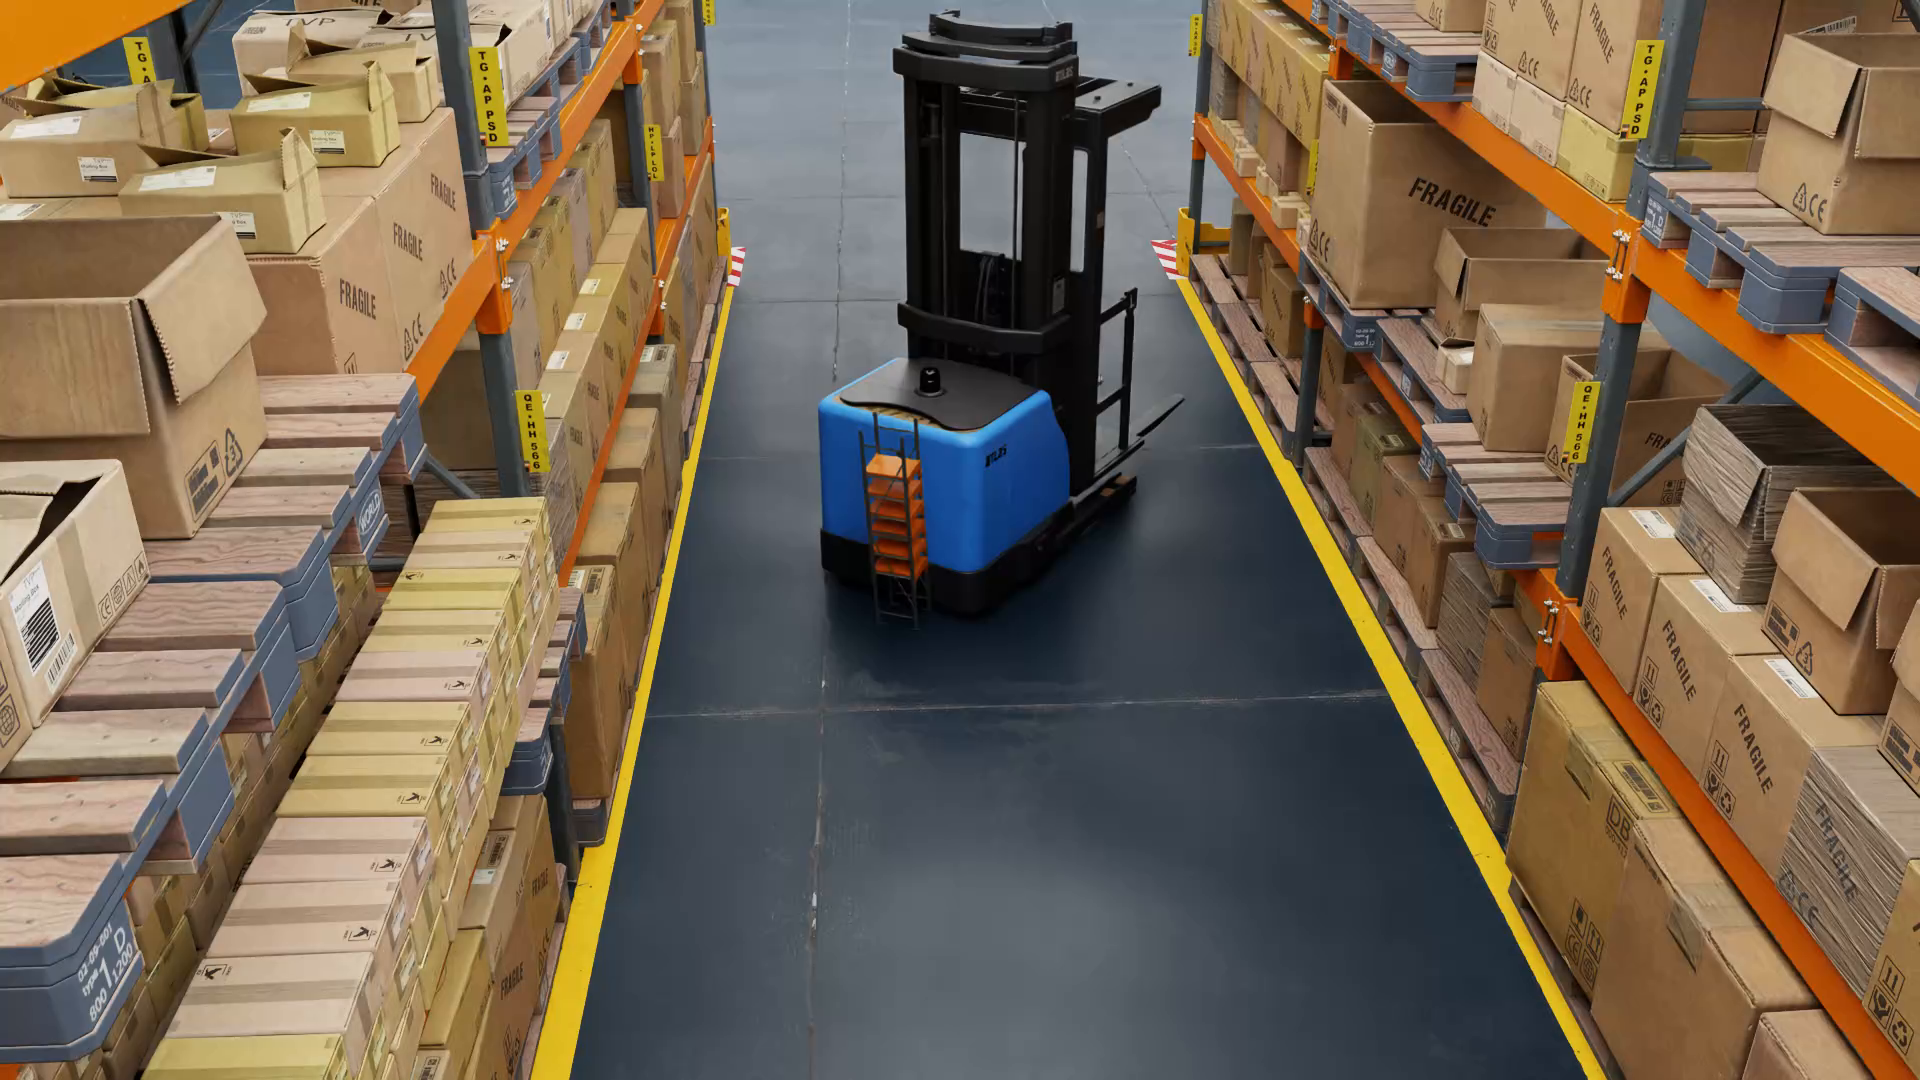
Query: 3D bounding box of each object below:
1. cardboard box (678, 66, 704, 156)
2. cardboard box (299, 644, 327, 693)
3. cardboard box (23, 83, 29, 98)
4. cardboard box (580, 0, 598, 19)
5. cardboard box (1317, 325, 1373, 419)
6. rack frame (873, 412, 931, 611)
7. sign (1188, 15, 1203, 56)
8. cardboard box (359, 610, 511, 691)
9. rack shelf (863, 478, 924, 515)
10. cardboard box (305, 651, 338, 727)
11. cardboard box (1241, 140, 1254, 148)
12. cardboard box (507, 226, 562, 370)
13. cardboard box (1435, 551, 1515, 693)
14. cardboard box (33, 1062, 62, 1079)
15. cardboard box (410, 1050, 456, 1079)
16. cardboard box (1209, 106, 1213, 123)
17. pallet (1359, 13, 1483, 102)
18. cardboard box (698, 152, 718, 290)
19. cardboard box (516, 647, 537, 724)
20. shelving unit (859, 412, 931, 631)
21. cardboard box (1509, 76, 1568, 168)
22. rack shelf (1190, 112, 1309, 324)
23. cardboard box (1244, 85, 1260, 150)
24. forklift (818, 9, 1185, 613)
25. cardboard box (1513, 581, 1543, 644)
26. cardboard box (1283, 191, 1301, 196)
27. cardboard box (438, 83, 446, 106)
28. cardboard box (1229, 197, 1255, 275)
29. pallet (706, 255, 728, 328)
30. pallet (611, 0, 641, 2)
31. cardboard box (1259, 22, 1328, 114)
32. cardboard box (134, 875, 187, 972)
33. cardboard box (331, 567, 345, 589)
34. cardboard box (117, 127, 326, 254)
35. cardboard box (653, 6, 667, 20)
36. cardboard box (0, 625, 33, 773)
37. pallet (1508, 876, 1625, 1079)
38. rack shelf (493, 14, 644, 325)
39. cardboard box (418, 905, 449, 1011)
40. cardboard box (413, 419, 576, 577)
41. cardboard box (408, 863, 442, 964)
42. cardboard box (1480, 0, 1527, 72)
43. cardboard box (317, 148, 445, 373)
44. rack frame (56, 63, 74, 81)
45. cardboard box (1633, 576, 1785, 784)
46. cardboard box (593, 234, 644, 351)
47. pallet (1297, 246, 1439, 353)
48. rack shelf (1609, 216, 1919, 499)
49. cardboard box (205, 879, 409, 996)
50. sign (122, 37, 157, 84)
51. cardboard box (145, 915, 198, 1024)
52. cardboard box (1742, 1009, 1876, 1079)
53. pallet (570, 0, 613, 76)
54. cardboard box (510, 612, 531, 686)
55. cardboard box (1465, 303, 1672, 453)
[{"bbox_3d":[-2.412,-3.238,12.552,0.875,0.550,0.550,-1,28,-3],"label":"cardboard box"},{"bbox_3d":[-2.251,0.369,5.294,0.380,0.149,0.250,-2,28,-4],"label":"cardboard box"},{"bbox_3d":[-7.162,-3.361,12.521,0.500,0.500,0.500,-2,28,-4],"label":"cardboard box"},{"bbox_3d":[-2.034,-2.677,7.995,0.500,0.250,0.500,-2,28,-3],"label":"cardboard box"},{"bbox_3d":[2.659,-1.084,10.834,0.500,0.500,0.500,-2,28,-4],"label":"cardboard box"},{"bbox_3d":[-0.296,-0.129,8.656,0.240,1.200,0.006,10,37,18],"label":"rack frame"},{"bbox_3d":[1.889,-4.039,13.314,0.100,0.325,0.005,-1,28,-3],"label":"sign"},{"bbox_3d":[-1.584,0.336,5.035,0.380,0.149,0.250,-1,28,-1],"label":"cardboard box"},{"bbox_3d":[-0.337,-0.239,8.475,0.258,0.103,0.180,10,37,18],"label":"rack shelf"},{"bbox_3d":[-2.259,0.485,5.394,0.380,0.149,0.250,0,28,0],"label":"cardboard box"},{"bbox_3d":[2.280,-2.842,12.227,0.380,0.149,0.250,-1,28,-3],"label":"cardboard box"},{"bbox_3d":[-2.180,-1.066,7.361,0.700,0.500,0.500,-2,28,-3],"label":"cardboard box"},{"bbox_3d":[2.752,0.375,8.015,0.700,0.500,0.500,-4,28,-7],"label":"cardboard box"},{"bbox_3d":[-2.157,1.063,3.643,0.380,0.149,0.250,-1,28,-3],"label":"cardboard box"},{"bbox_3d":[-1.728,1.707,4.671,0.500,0.250,0.500,0,28,-1],"label":"cardboard box"},{"bbox_3d":[2.208,-3.419,13.334,0.380,0.149,0.250,-1,28,-3],"label":"cardboard box"},{"bbox_3d":[2.623,-2.301,7.877,1.213,0.211,1.003,-1,28,-3],"label":"pallet"},{"bbox_3d":[-2.426,-2.527,13.196,0.875,0.875,0.875,-1,28,-2],"label":"cardboard box"},{"bbox_3d":[-1.600,0.475,5.413,0.380,0.149,0.250,-1,28,-2],"label":"cardboard box"},{"bbox_3d":[-0.328,-0.078,8.586,0.258,1.200,0.189,10,37,18],"label":"shelving unit"},{"bbox_3d":[2.540,-1.679,6.645,0.500,0.250,0.500,-1,28,-3],"label":"cardboard box"},{"bbox_3d":[2.536,-2.425,11.935,1.077,0.370,4.000,-1,28,-3],"label":"rack shelf"},{"bbox_3d":[2.561,-3.130,12.077,0.875,0.500,0.500,-1,28,-3],"label":"cardboard box"},{"bbox_3d":[0.427,-1.552,9.557,1.130,2.935,3.031,16,31,28],"label":"forklift"},{"bbox_3d":[2.784,0.299,7.350,0.500,0.250,0.500,0,28,-1],"label":"cardboard box"},{"bbox_3d":[2.373,-2.266,11.122,0.380,0.149,0.250,-1,28,-3],"label":"cardboard box"},{"bbox_3d":[-1.967,-1.508,5.863,0.380,0.149,0.250,-2,28,-5],"label":"cardboard box"},{"bbox_3d":[2.447,-2.457,13.466,0.500,0.500,0.500,4,28,7],"label":"cardboard box"},{"bbox_3d":[-2.407,-1.991,13.339,1.003,0.211,1.213,-1,28,-3],"label":"pallet"},{"bbox_3d":[-2.351,-3.416,9.909,1.003,0.211,1.213,-1,28,-3],"label":"pallet"},{"bbox_3d":[2.289,-3.103,10.945,0.500,0.500,0.500,-1,28,-3],"label":"cardboard box"},{"bbox_3d":[-2.191,0.952,4.176,0.380,0.149,0.250,-1,28,-2],"label":"cardboard box"},{"bbox_3d":[-2.262,0.103,5.483,0.380,0.149,0.250,-2,28,-4],"label":"cardboard box"},{"bbox_3d":[-1.741,-0.840,3.938,0.396,0.266,0.258,-1,28,-3],"label":"cardboard box"},{"bbox_3d":[-2.532,-3.454,11.799,0.875,0.550,0.550,-1,28,-3],"label":"cardboard box"},{"bbox_3d":[-1.811,0.209,2.300,0.700,0.500,0.500,-1,28,-3],"label":"cardboard box"},{"bbox_3d":[2.815,1.629,6.399,1.003,0.211,1.213,-1,28,-3],"label":"pallet"},{"bbox_3d":[-2.214,-1.835,7.559,1.077,0.370,4.000,-1,28,-3],"label":"rack shelf"},{"bbox_3d":[-1.536,1.076,4.261,0.380,0.149,0.250,-2,28,-4],"label":"cardboard box"},{"bbox_3d":[-1.863,-0.159,6.702,0.500,0.500,0.500,-1,28,-2],"label":"cardboard box"},{"bbox_3d":[-1.535,0.941,4.198,0.380,0.149,0.250,-2,28,-4],"label":"cardboard box"},{"bbox_3d":[2.526,-2.249,6.927,0.500,0.500,0.500,-1,28,-2],"label":"cardboard box"},{"bbox_3d":[-1.787,-0.787,4.663,0.500,0.500,0.500,-1,28,-3],"label":"cardboard box"},{"bbox_3d":[-7.465,-3.429,13.080,1.000,3.000,0.127,-1,28,-3],"label":"rack frame"},{"bbox_3d":[2.632,0.451,5.533,0.500,0.500,0.500,-2,28,-4],"label":"cardboard box"},{"bbox_3d":[-1.998,-1.324,8.937,0.500,0.500,0.500,-2,28,-3],"label":"cardboard box"},{"bbox_3d":[2.535,-1.379,9.358,1.003,0.211,1.213,-1,28,-3],"label":"pallet"},{"bbox_3d":[2.953,-0.061,4.157,1.077,0.370,4.000,-1,28,-3],"label":"rack shelf"},{"bbox_3d":[-1.518,0.935,3.889,0.380,0.149,0.250,-2,28,-3],"label":"cardboard box"},{"bbox_3d":[-2.664,-1.485,5.465,0.100,0.325,0.005,-1,28,-3],"label":"sign"},{"bbox_3d":[-2.190,1.092,4.231,0.380,0.149,0.250,0,28,0],"label":"cardboard box"},{"bbox_3d":[2.957,1.922,4.665,1.225,0.875,0.875,-2,28,-4],"label":"cardboard box"},{"bbox_3d":[-2.221,-2.571,8.398,0.805,0.209,1.217,-2,28,-5],"label":"pallet"},{"bbox_3d":[-1.597,0.355,5.322,0.380,0.149,0.250,-1,28,-1],"label":"cardboard box"},{"bbox_3d":[2.652,-0.708,7.301,0.700,0.500,0.500,3,28,5],"label":"cardboard box"}]
